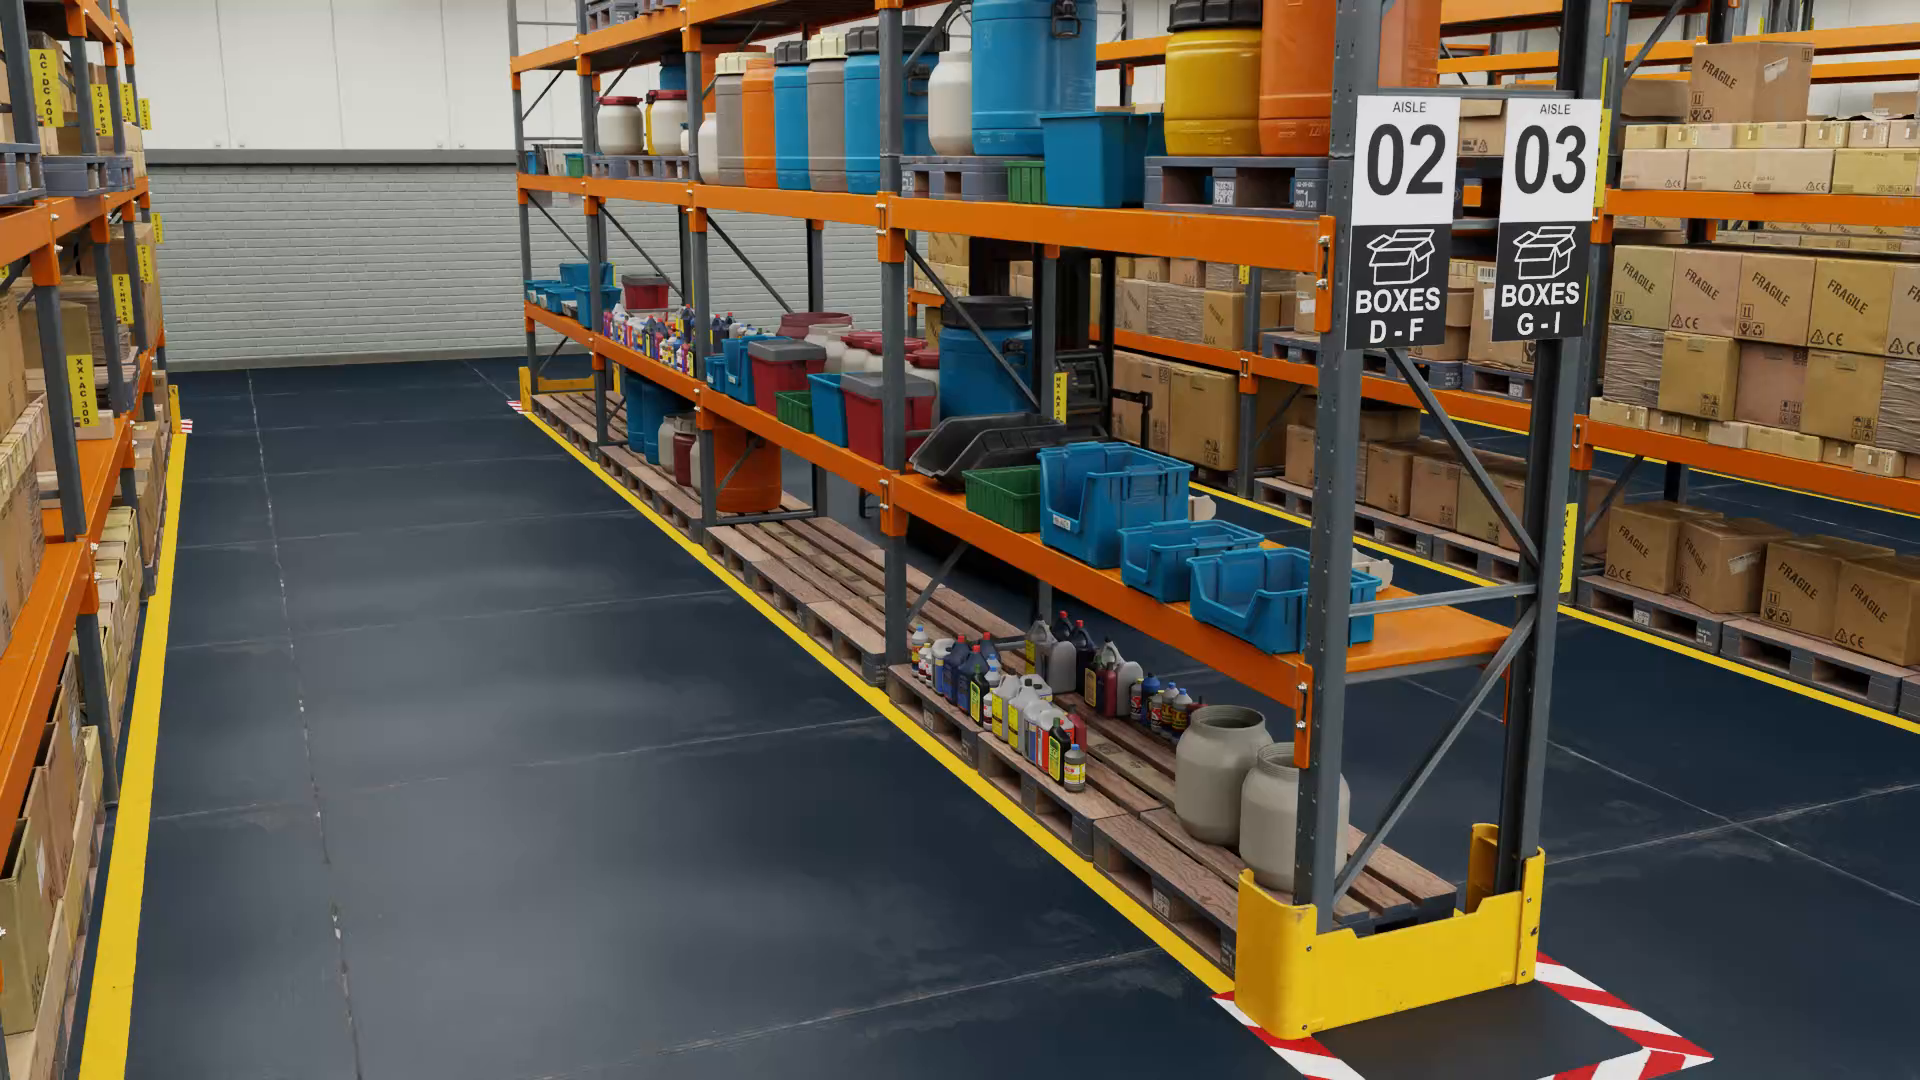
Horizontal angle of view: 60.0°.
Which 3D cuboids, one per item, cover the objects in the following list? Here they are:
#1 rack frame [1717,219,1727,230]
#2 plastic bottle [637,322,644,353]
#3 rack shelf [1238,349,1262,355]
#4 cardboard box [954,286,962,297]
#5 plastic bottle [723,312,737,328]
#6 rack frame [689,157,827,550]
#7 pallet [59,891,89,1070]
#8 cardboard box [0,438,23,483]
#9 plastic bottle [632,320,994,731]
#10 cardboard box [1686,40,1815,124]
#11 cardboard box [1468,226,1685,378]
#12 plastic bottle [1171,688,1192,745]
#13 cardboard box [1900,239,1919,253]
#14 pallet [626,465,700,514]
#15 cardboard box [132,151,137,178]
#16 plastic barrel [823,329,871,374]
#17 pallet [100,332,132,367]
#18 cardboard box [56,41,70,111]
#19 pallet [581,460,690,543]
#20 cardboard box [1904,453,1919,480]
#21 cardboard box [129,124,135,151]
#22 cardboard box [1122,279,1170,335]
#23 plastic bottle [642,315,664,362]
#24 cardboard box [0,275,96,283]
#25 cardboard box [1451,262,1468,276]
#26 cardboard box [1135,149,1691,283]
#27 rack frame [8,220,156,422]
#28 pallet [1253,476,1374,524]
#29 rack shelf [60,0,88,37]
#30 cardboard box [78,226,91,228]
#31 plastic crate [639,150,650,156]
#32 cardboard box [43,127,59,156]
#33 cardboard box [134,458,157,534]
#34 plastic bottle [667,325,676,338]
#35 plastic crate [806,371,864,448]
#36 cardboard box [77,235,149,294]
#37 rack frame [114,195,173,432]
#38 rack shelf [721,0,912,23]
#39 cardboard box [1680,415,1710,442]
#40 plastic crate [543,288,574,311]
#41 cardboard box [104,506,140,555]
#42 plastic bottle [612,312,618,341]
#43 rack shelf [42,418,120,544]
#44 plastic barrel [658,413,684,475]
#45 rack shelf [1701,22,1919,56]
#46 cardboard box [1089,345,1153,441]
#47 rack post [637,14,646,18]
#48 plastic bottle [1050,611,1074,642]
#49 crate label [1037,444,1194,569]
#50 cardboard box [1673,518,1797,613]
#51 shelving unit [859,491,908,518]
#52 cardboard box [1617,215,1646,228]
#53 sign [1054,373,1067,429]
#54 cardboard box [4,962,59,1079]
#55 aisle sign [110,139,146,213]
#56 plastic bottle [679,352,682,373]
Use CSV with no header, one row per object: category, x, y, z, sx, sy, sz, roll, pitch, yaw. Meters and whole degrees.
rack frame,10.469,-3.607,22.300,1.000,3.000,0.127,-6,14,-23
plastic bottle,-2.828,-1.806,14.805,0.097,0.271,0.097,0,13,0
rack shelf,2.190,-2.043,16.707,0.919,0.124,3.809,-6,14,-23
cardboard box,0.143,-3.047,20.439,0.380,0.149,0.250,-6,14,-24
plastic bottle,-2.040,-1.852,14.829,0.144,0.351,0.185,-6,14,-23
rack frame,-1.547,-1.438,12.929,1.000,3.000,0.127,-6,14,-23
pallet,-3.712,1.614,5.926,1.003,0.211,1.213,-6,14,-23
cardboard box,-3.774,-0.282,6.276,0.380,0.149,0.250,-6,14,-23
plastic bottle,-1.333,-0.518,11.625,0.255,1.356,7.774,-6,14,-23
cardboard box,5.007,-2.887,10.550,0.500,0.500,0.500,-6,14,-25
cardboard box,4.403,-1.732,11.940,1.000,1.000,1.000,-6,14,-23
plastic bottle,1.079,0.856,8.092,0.097,0.271,0.097,0,13,0
cardboard box,8.564,-2.334,14.364,0.700,0.500,0.500,-6,14,-23
pallet,-2.386,-0.490,15.019,1.003,0.211,1.213,-6,14,-23
cardboard box,-8.053,-3.536,15.674,0.500,0.250,0.500,-6,14,-23
plastic barrel,-0.771,-1.212,11.706,0.421,0.512,0.421,0,13,0
pallet,-7.470,-1.549,13.836,1.003,0.211,1.213,-6,14,-23
cardboard box,-6.665,-3.290,11.840,0.500,0.500,0.500,-6,14,-23
pallet,-5.839,0.766,9.593,9.879,0.211,12.008,-6,14,-23
cardboard box,5.377,-0.407,9.033,0.380,0.149,0.250,-6,14,-23
cardboard box,-8.048,-3.780,15.620,0.500,0.250,0.500,-6,14,-23
cardboard box,1.958,-2.329,16.559,0.500,0.500,0.500,-5,14,-22
plastic bottle,-2.621,-1.751,14.391,0.144,0.351,0.637,-6,14,-23
cardboard box,-7.705,-1.953,14.001,0.700,0.500,0.500,-12,18,-42
cardboard box,5.920,-3.136,19.234,0.380,0.149,0.250,-5,14,-22
cardboard box,3.415,-2.546,13.615,1.196,1.250,7.084,-6,14,-25
rack frame,-7.690,-1.817,14.570,1.000,3.000,0.127,-6,14,-23
pallet,3.303,-0.365,14.479,1.003,0.211,1.213,-6,14,-23
rack shelf,-5.286,-2.955,8.664,1.077,0.370,4.000,-6,14,-23
cardboard box,-9.139,-2.957,17.054,0.500,0.500,0.500,-5,14,-22
plastic crate,-3.396,-3.943,17.392,0.497,0.269,0.590,-6,14,-23
cardboard box,-5.627,-2.389,9.787,0.500,0.250,0.500,-5,14,-21
cardboard box,-6.419,-0.319,12.665,0.500,0.500,0.500,-6,14,-24
plastic bottle,-2.500,-1.713,14.379,0.061,0.283,0.133,-6,14,-23
plastic crate,-0.672,-0.803,10.224,0.392,0.384,0.575,-6,14,-23
cardboard box,-7.621,-2.476,14.977,0.500,0.500,0.500,-5,14,-21
rack frame,-9.292,-2.644,18.141,1.000,3.000,0.127,-6,14,-23
rack shelf,-0.746,-3.472,10.578,0.831,0.071,3.687,-6,14,-23
cardboard box,4.726,-0.712,10.351,0.380,0.149,0.250,-6,14,-23
plastic crate,-4.427,-2.685,18.559,0.416,0.233,0.300,-6,14,-23
cardboard box,-5.652,-0.043,10.828,0.500,0.311,0.500,-5,14,-21
plastic bottle,-3.238,-2.017,15.719,0.097,0.271,0.097,0,13,0
rack shelf,-0.070,-4.152,15.239,15.826,4.752,11.863,-6,14,-23
plastic barrel,-2.519,-0.872,15.070,0.421,0.512,0.421,0,13,0
rack shelf,8.377,-4.276,14.372,1.077,0.370,4.000,-6,14,-23
cardboard box,2.022,-1.566,17.264,1.225,0.875,0.875,-6,14,-25
rack post,-2.222,-4.537,14.123,0.937,0.300,0.954,-4,14,-17
plastic bottle,0.577,0.572,9.145,0.144,0.351,0.185,-6,14,-24
crate label,0.672,-0.158,7.321,0.502,0.435,0.616,-6,14,-23
cardboard box,4.953,0.158,10.645,0.500,0.500,0.500,-1,13,-5
shelving unit,11.323,-2.617,11.374,18.801,6.000,16.128,-7,15,-29
cardboard box,9.618,-4.425,23.397,0.500,0.500,0.500,-5,14,-22
sign,0.564,-0.794,9.532,0.100,0.325,0.005,-6,14,-23
cardboard box,-3.097,1.563,5.131,0.500,0.250,0.500,-6,14,-23
aisle sign,-9.039,-3.952,18.028,0.394,0.787,0.004,-6,14,-23
plastic bottle,-2.222,-1.459,13.462,0.097,0.201,0.097,0,13,0
